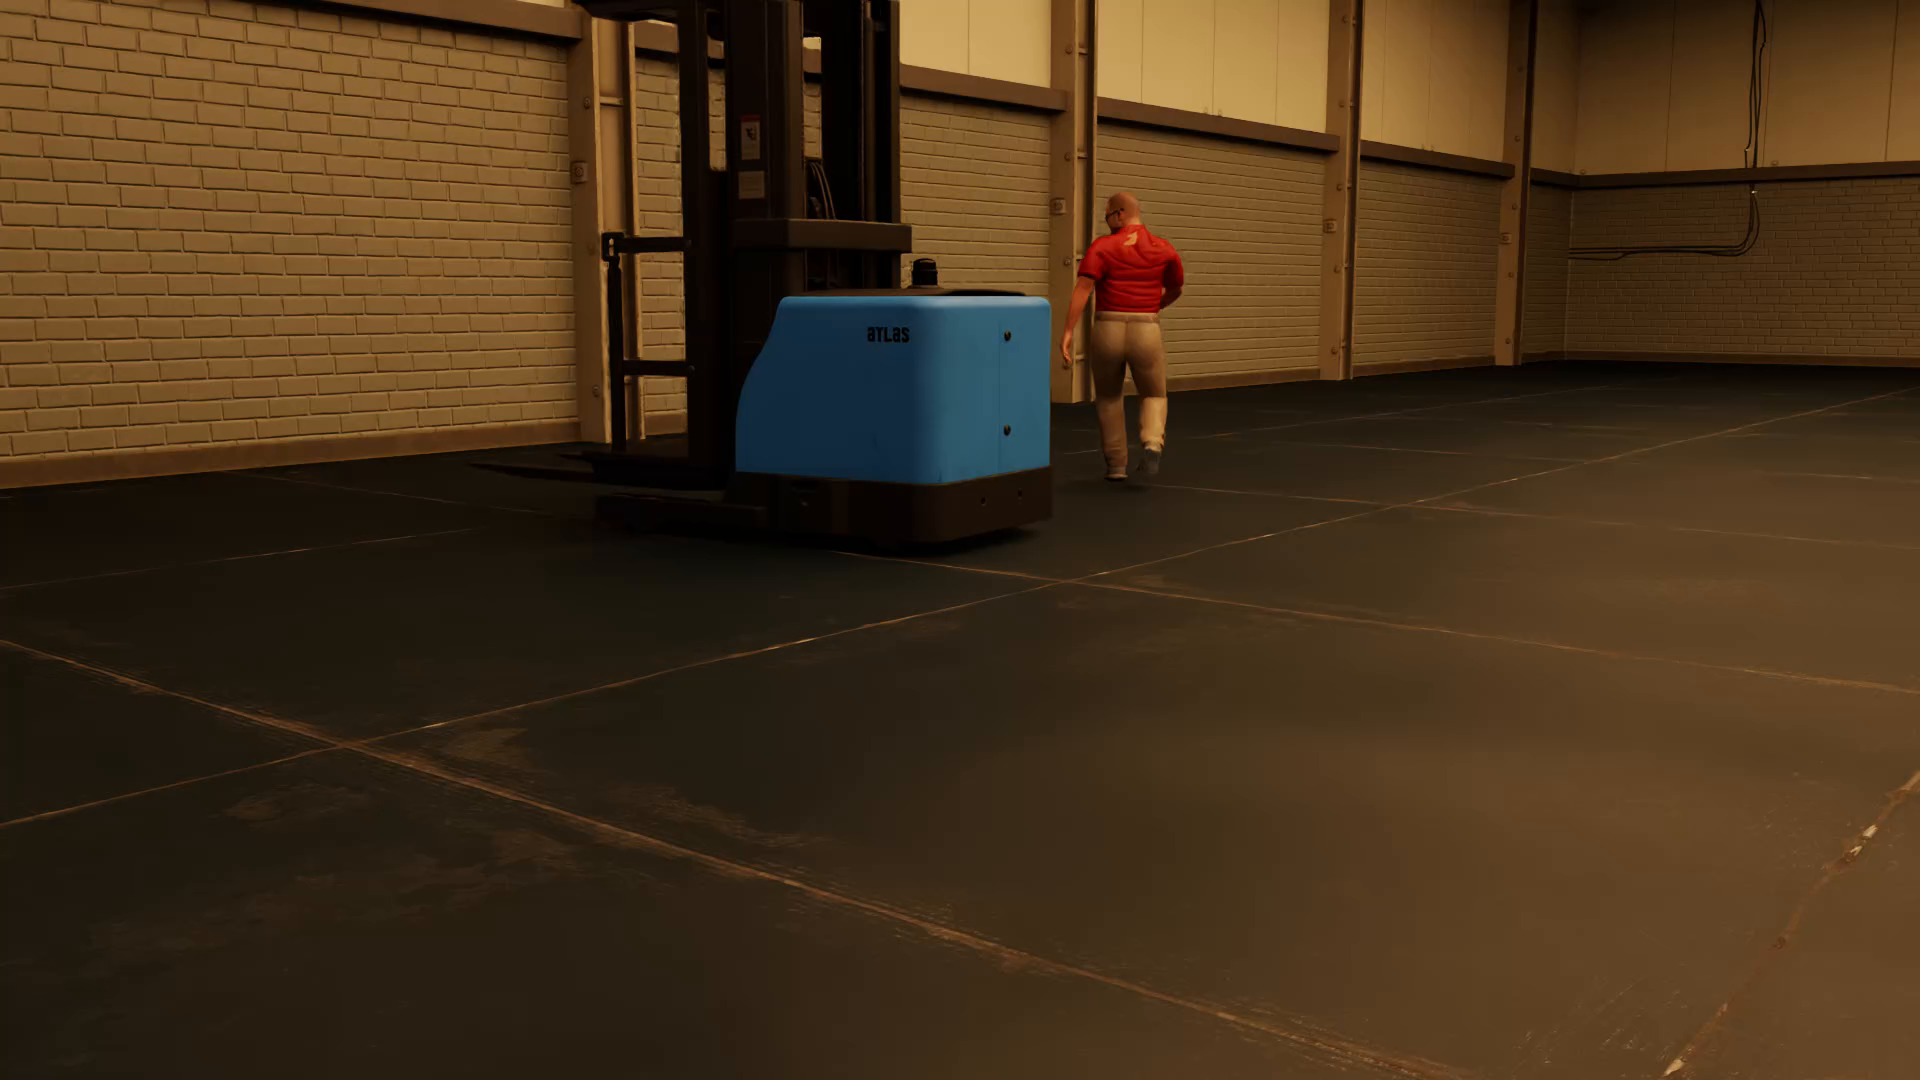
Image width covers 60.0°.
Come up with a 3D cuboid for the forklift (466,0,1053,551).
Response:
[{"bbox_3d":[-1.091,-1.544,7.834,3.031,2.935,1.130,5,10,33],"label":"forklift"}]

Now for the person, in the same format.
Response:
[{"bbox_3d":[0.939,-1.165,9.640,0.699,1.673,0.634,1,8,6],"label":"person"}]
